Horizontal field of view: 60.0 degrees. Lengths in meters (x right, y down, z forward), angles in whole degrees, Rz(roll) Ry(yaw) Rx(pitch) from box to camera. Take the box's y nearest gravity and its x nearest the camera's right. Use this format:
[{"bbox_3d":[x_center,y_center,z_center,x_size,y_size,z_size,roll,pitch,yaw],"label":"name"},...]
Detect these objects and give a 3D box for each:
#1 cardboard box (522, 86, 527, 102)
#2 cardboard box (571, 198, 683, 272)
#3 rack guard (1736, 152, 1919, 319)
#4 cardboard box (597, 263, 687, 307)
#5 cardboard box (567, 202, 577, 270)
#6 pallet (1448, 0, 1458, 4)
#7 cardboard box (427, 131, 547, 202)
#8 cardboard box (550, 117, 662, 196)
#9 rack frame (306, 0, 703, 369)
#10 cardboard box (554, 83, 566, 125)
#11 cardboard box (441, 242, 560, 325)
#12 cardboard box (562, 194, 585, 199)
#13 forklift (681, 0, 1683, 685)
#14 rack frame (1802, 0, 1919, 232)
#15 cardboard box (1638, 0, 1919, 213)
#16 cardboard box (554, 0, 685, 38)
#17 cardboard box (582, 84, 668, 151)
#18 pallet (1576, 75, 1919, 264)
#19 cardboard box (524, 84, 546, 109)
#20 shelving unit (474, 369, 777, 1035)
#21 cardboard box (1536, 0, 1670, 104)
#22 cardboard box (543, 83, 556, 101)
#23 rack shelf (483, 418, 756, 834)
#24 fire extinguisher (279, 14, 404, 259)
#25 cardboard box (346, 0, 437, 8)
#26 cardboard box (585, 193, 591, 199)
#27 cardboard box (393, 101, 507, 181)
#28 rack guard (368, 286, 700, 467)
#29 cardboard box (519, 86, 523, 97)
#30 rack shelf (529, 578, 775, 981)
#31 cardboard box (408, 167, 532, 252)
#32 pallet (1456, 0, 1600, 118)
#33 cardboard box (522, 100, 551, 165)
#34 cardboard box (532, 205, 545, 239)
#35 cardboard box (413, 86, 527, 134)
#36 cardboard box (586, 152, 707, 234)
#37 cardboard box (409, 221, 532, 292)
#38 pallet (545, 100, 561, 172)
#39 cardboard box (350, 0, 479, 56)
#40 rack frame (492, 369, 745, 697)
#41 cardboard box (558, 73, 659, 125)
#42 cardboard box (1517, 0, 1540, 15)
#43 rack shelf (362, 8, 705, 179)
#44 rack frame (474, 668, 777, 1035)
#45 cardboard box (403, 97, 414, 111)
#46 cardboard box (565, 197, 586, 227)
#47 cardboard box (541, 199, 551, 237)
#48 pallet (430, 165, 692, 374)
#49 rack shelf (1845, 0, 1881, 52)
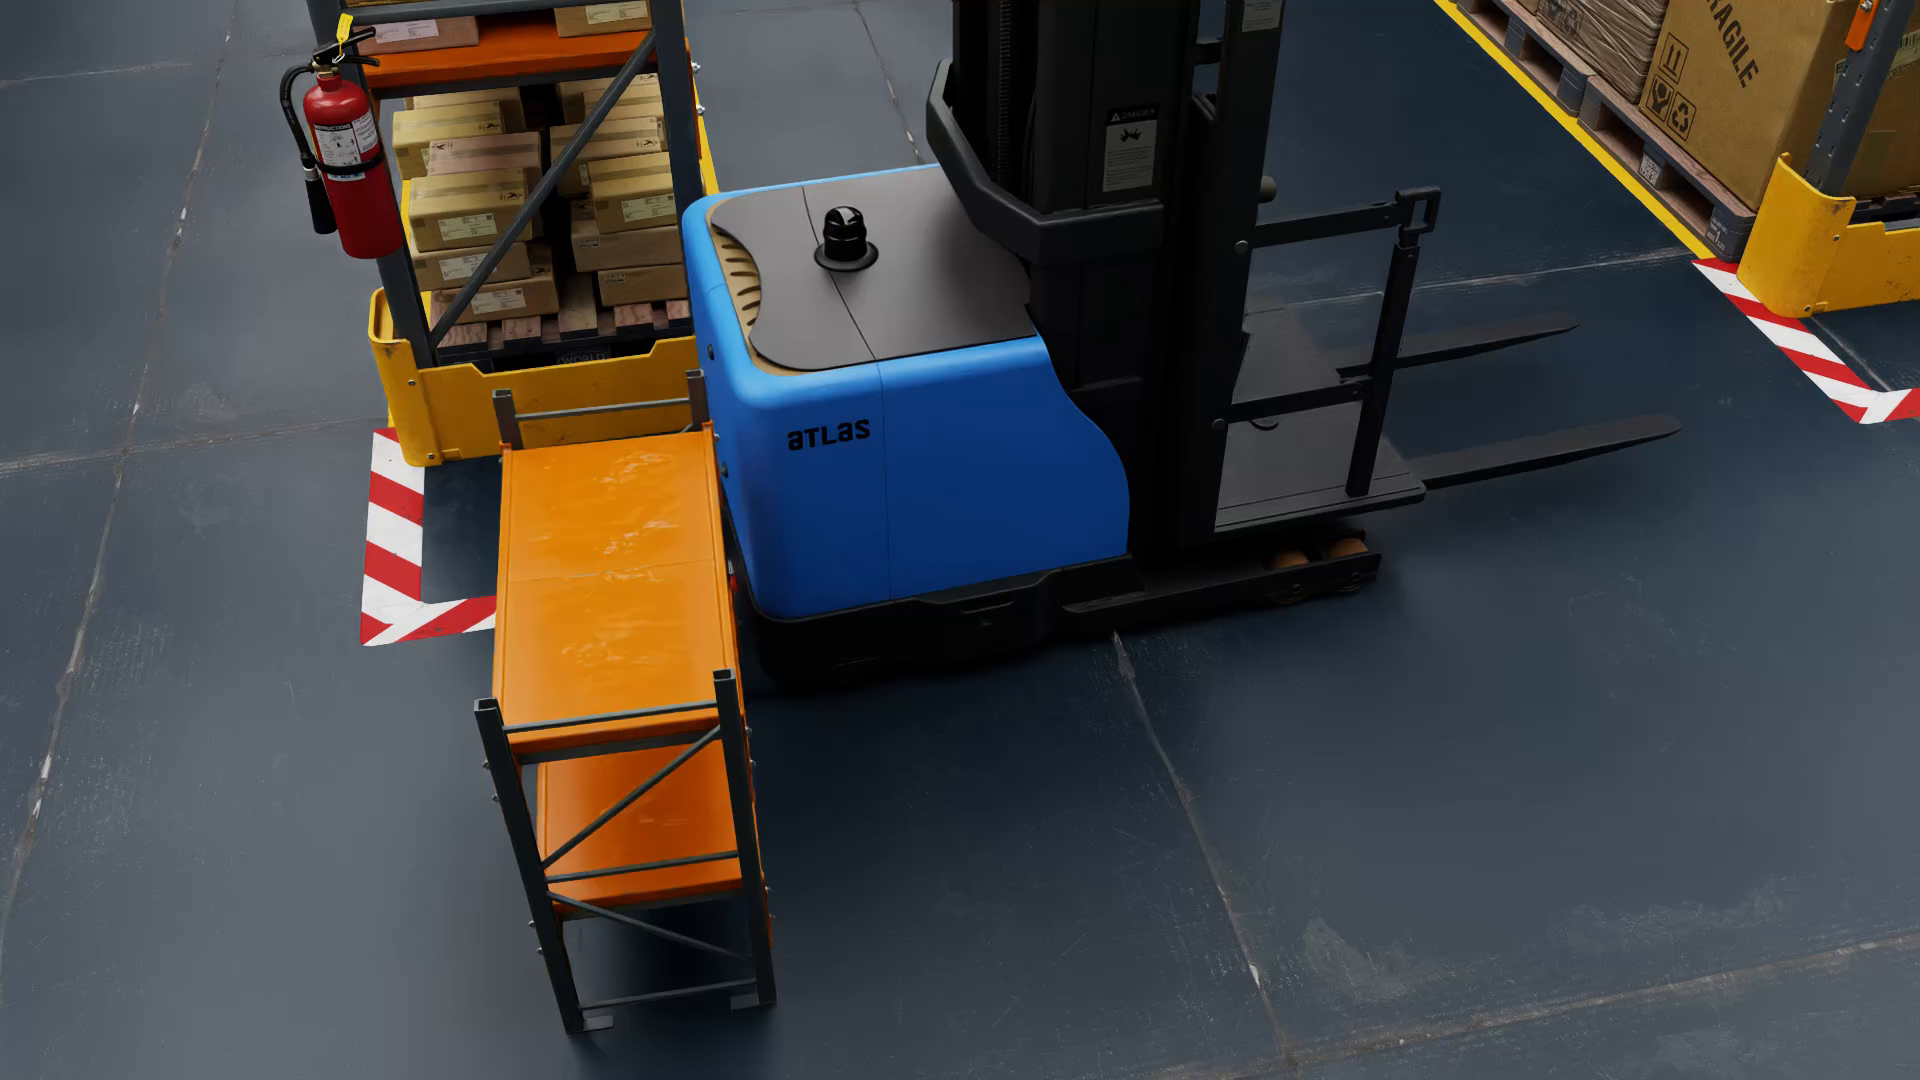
[{"bbox_3d":[-1.961,-1.734,6.775,0.380,0.149,0.250,-8,42,-8],"label":"cardboard box"},{"bbox_3d":[-1.157,-1.079,5.814,0.380,0.149,0.250,-7,42,-7],"label":"cardboard box"},{"bbox_3d":[3.576,-1.196,6.220,1.175,0.500,0.348,-8,42,-9],"label":"rack guard"},{"bbox_3d":[-1.095,-0.977,5.923,0.380,0.149,0.250,-8,42,-8],"label":"cardboard box"},{"bbox_3d":[-1.231,-1.135,6.101,0.380,0.149,0.250,-9,42,-9],"label":"cardboard box"},{"bbox_3d":[2.795,-3.192,8.687,1.003,0.211,1.213,-8,42,-9],"label":"pallet"},{"bbox_3d":[-1.654,-1.292,5.829,0.380,0.149,0.250,-8,42,-8],"label":"cardboard box"},{"bbox_3d":[-1.253,-1.364,5.910,0.380,0.149,0.250,-8,42,-9],"label":"cardboard box"},{"bbox_3d":[-1.294,-1.501,4.681,1.000,3.000,0.127,-8,42,-9],"label":"rack frame"},{"bbox_3d":[-1.400,-1.751,6.570,0.380,0.149,0.250,-10,43,-11],"label":"cardboard box"},{"bbox_3d":[-1.612,-0.903,5.839,0.380,0.149,0.250,-8,42,-9],"label":"cardboard box"},{"bbox_3d":[-1.300,-1.411,6.187,0.380,0.149,0.250,-8,42,-9],"label":"cardboard box"},{"bbox_3d":[0.770,-1.231,4.428,3.031,2.935,1.130,-11,43,-12],"label":"forklift"},{"bbox_3d":[3.570,-2.146,5.408,1.000,3.000,0.127,-8,42,-9],"label":"rack frame"},{"bbox_3d":[3.354,-1.912,6.429,0.875,0.875,0.875,-8,42,-9],"label":"cardboard box"},{"bbox_3d":[-1.044,-1.664,5.054,0.380,0.149,0.250,-9,42,-10],"label":"cardboard box"},{"bbox_3d":[-1.182,-1.546,6.115,0.380,0.149,0.250,-8,42,-9],"label":"cardboard box"},{"bbox_3d":[3.321,-1.610,6.905,1.003,0.211,1.213,-8,42,-9],"label":"pallet"},{"bbox_3d":[-1.942,-1.908,6.971,0.380,0.149,0.250,-7,42,-8],"label":"cardboard box"},{"bbox_3d":[-0.776,0.378,3.977,0.538,1.125,1.048,-7,42,-7],"label":"shelving unit"},{"bbox_3d":[3.158,-2.502,7.093,0.875,0.875,0.875,-8,42,-9],"label":"cardboard box"},{"bbox_3d":[-1.498,-1.921,6.762,0.380,0.149,0.250,-6,42,-7],"label":"cardboard box"},{"bbox_3d":[-0.776,0.159,3.783,0.538,0.278,1.000,-7,42,-7],"label":"rack shelf"},{"bbox_3d":[-1.691,-1.103,4.572,0.296,0.674,0.183,-8,42,-9],"label":"fire extinguisher"},{"bbox_3d":[-1.643,-1.904,4.836,0.500,0.500,0.500,-8,42,-8],"label":"cardboard box"},{"bbox_3d":[-1.161,-1.265,6.023,0.380,0.149,0.250,-9,42,-9],"label":"cardboard box"},{"bbox_3d":[-1.834,-1.442,5.998,0.380,0.149,0.250,-9,42,-10],"label":"cardboard box"},{"bbox_3d":[-1.311,-0.615,5.567,1.175,0.500,0.348,-8,42,-9],"label":"rack guard"},{"bbox_3d":[-1.962,-1.844,6.674,0.380,0.149,0.250,-6,42,-7],"label":"cardboard box"},{"bbox_3d":[-0.776,0.561,4.139,0.538,0.278,1.000,-7,42,-7],"label":"rack shelf"},{"bbox_3d":[-1.656,-1.121,5.637,0.380,0.149,0.250,-8,42,-9],"label":"cardboard box"},{"bbox_3d":[3.062,-2.400,7.794,1.003,0.211,1.213,-8,42,-9],"label":"pallet"},{"bbox_3d":[-1.758,-1.530,6.321,0.380,0.149,0.250,-9,42,-10],"label":"cardboard box"},{"bbox_3d":[-1.691,-1.181,5.929,0.380,0.149,0.250,-9,42,-10],"label":"cardboard box"},{"bbox_3d":[-1.828,-1.619,6.197,0.380,0.149,0.250,-10,43,-11],"label":"cardboard box"},{"bbox_3d":[-1.076,-1.203,5.728,0.380,0.149,0.250,-10,43,-11],"label":"cardboard box"},{"bbox_3d":[-1.687,-1.004,5.729,0.380,0.149,0.250,-9,42,-10],"label":"cardboard box"},{"bbox_3d":[-1.712,-1.828,7.151,1.003,0.211,1.213,-8,42,-9],"label":"pallet"},{"bbox_3d":[-1.641,-1.578,4.957,0.380,0.149,0.250,-8,42,-9],"label":"cardboard box"},{"bbox_3d":[-0.864,0.045,4.351,0.500,1.125,0.032,-7,42,-7],"label":"rack frame"},{"bbox_3d":[-1.316,-1.695,6.283,0.380,0.149,0.250,-10,43,-11],"label":"cardboard box"},{"bbox_3d":[2.966,-3.079,7.743,0.875,0.875,0.875,-8,42,-9],"label":"cardboard box"},{"bbox_3d":[-1.726,-2.528,6.381,1.077,0.370,4.000,-8,42,-9],"label":"rack shelf"},{"bbox_3d":[-0.688,0.710,3.603,0.500,1.125,0.032,-7,42,-7],"label":"rack frame"},{"bbox_3d":[-1.941,-1.785,6.384,0.380,0.149,0.250,-7,42,-8],"label":"cardboard box"},{"bbox_3d":[-1.292,-1.295,6.281,0.380,0.149,0.250,-8,42,-9],"label":"cardboard box"},{"bbox_3d":[-1.739,-1.239,6.217,0.380,0.149,0.250,-9,42,-9],"label":"cardboard box"},{"bbox_3d":[-1.452,-1.039,6.262,1.003,0.211,1.213,-8,42,-9],"label":"pallet"},{"bbox_3d":[3.139,-3.174,7.107,1.077,0.370,4.000,-8,42,-9],"label":"rack shelf"}]
